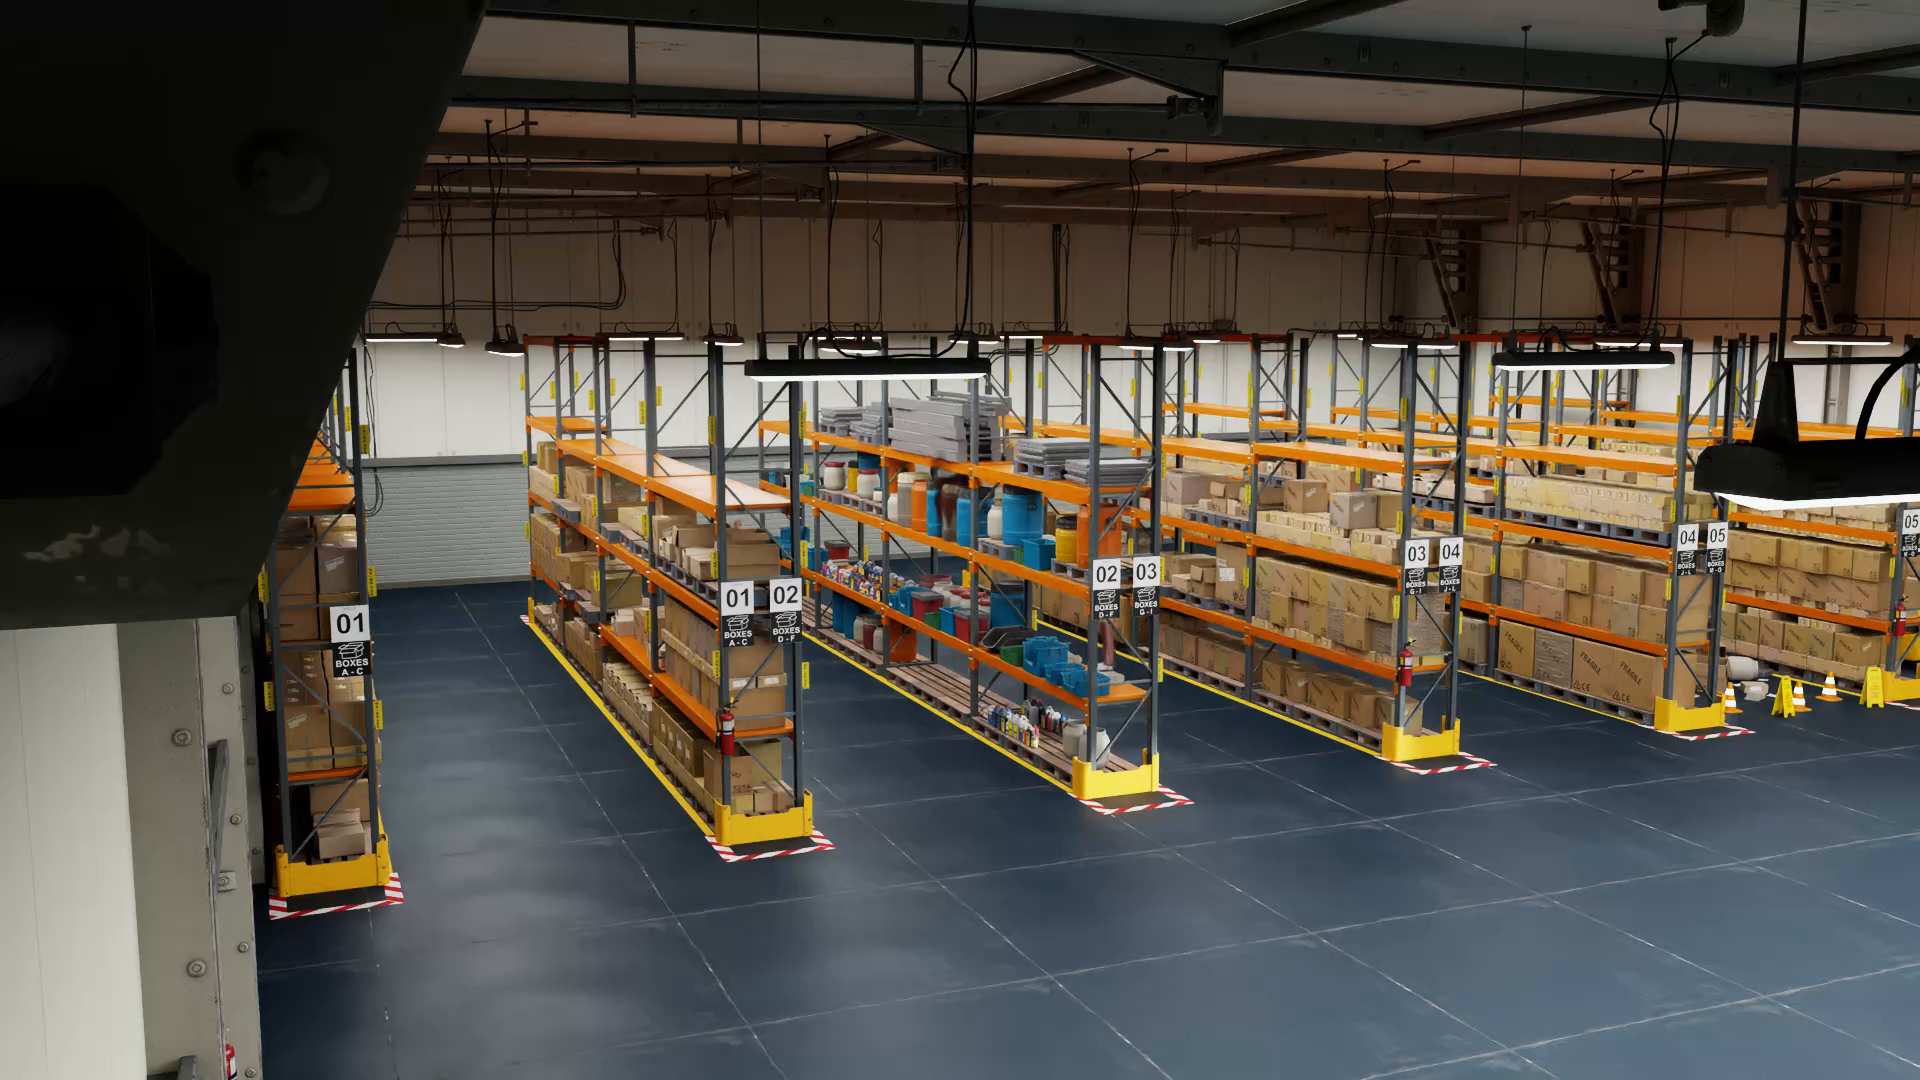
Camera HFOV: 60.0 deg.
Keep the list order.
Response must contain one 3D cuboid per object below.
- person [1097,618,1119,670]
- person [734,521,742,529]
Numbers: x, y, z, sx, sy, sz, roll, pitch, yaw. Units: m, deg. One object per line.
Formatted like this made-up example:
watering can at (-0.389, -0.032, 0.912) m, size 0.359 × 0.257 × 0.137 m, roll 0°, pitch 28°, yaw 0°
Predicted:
person at (2.619, 1.504, 30.147) m, size 0.488 × 1.669 × 0.498 m, roll -5°, pitch 9°, yaw -31°
person at (-5.302, 0.323, 39.270) m, size 0.580 × 1.569 × 0.419 m, roll -1°, pitch 8°, yaw -6°
